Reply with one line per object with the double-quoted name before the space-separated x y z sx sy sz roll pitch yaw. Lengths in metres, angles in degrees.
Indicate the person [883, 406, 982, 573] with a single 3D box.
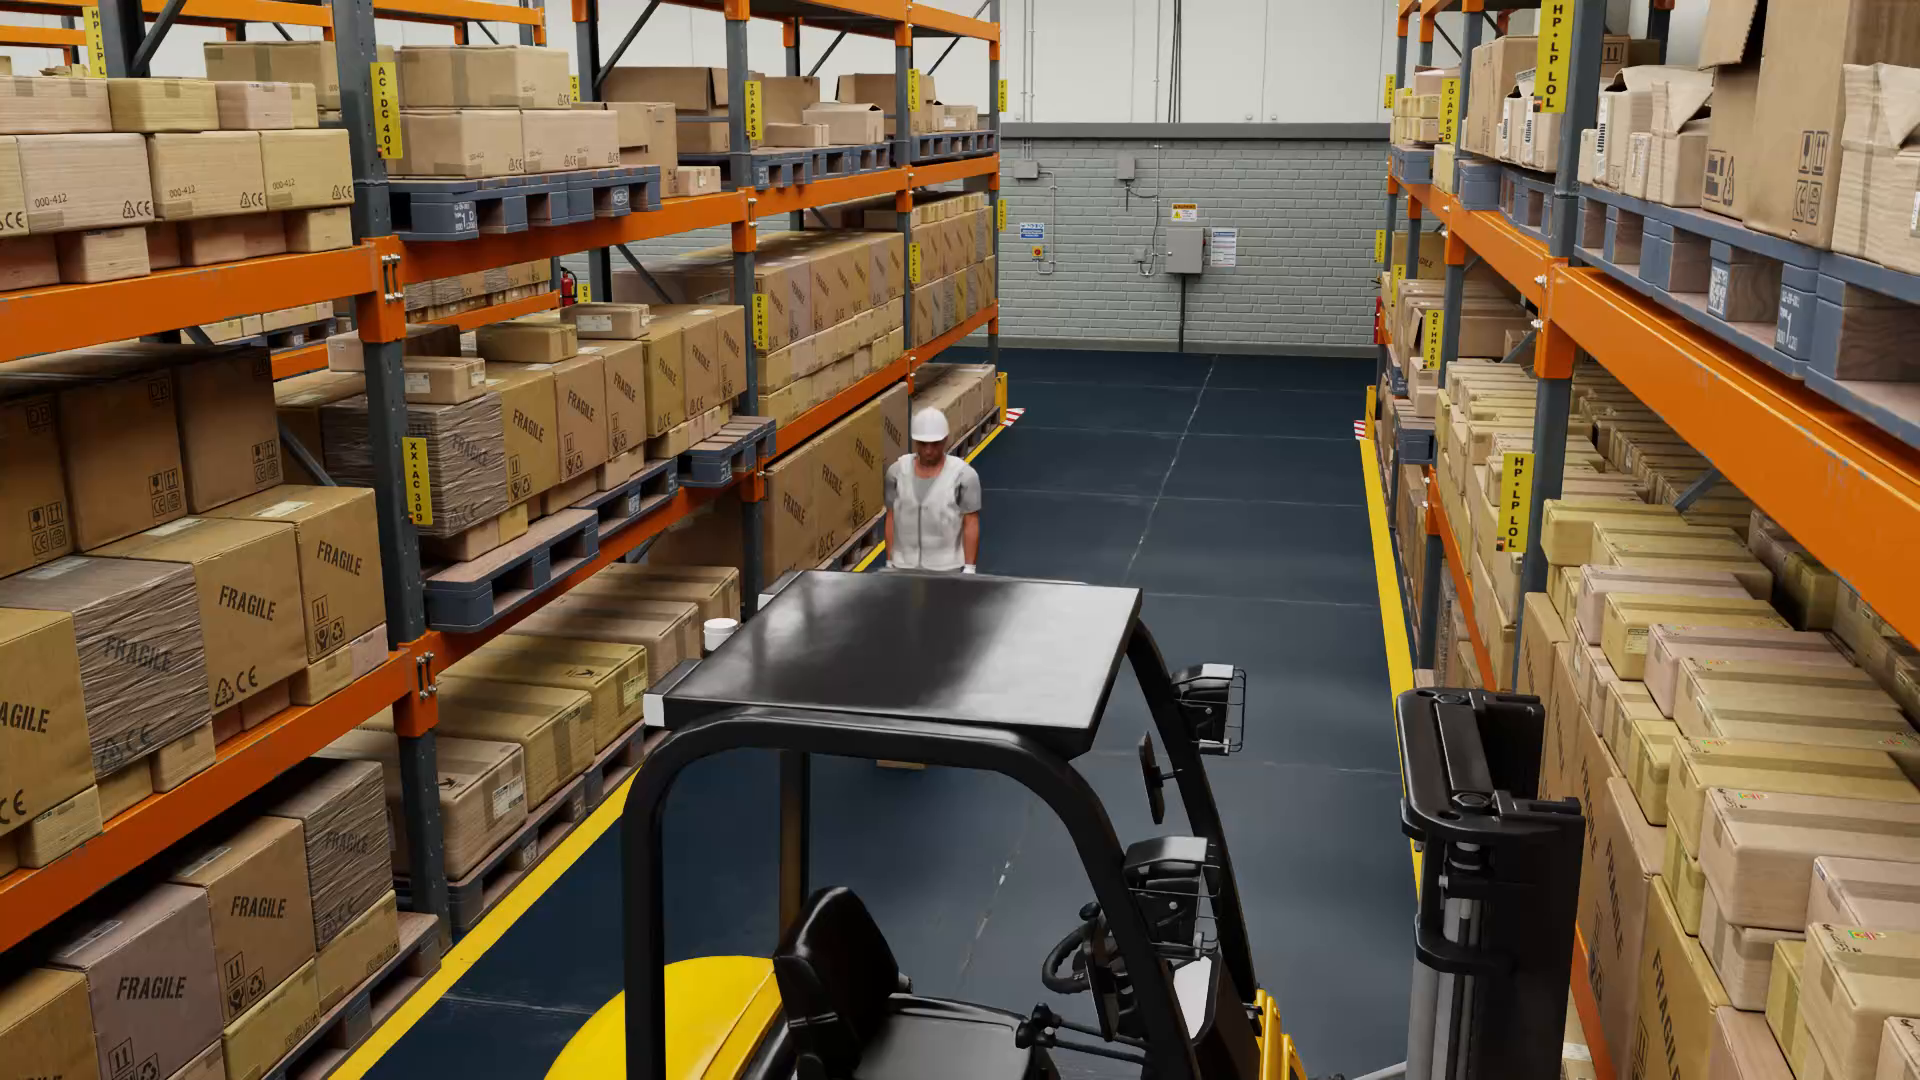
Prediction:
"person" -0.157 0.172 8.830 0.528 1.782 0.357 3 15 12
